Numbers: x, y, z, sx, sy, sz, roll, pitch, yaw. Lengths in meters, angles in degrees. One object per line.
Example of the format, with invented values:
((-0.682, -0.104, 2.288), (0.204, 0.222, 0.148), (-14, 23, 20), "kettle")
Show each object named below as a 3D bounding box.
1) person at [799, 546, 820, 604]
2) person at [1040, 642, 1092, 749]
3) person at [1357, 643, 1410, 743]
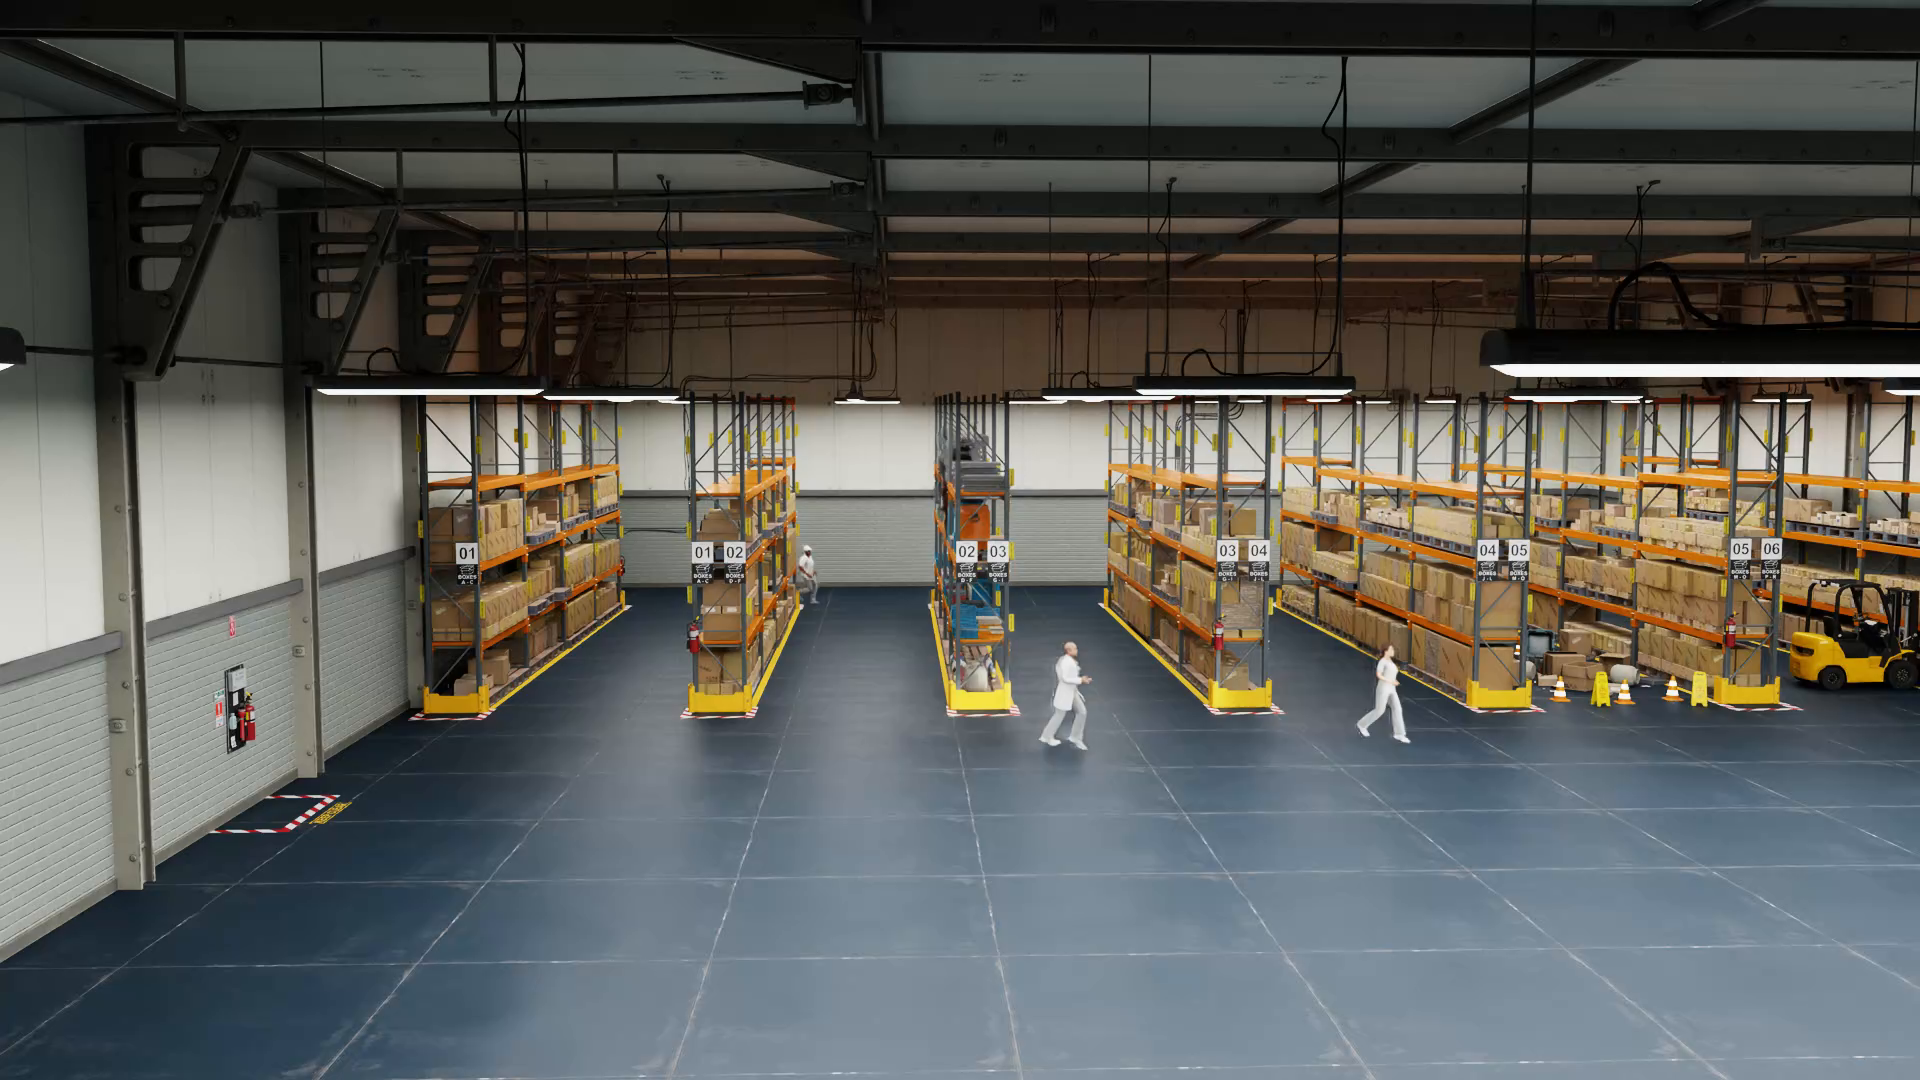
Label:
((-4.469, 1.016, 48.214), (0.704, 1.717, 0.735), (2, 5, 21), "person")
((1.783, 2.638, 27.818), (0.908, 1.790, 0.640), (2, 5, 24), "person")
((7.313, 2.596, 28.502), (0.975, 1.666, 0.607), (4, 6, 40), "person")
